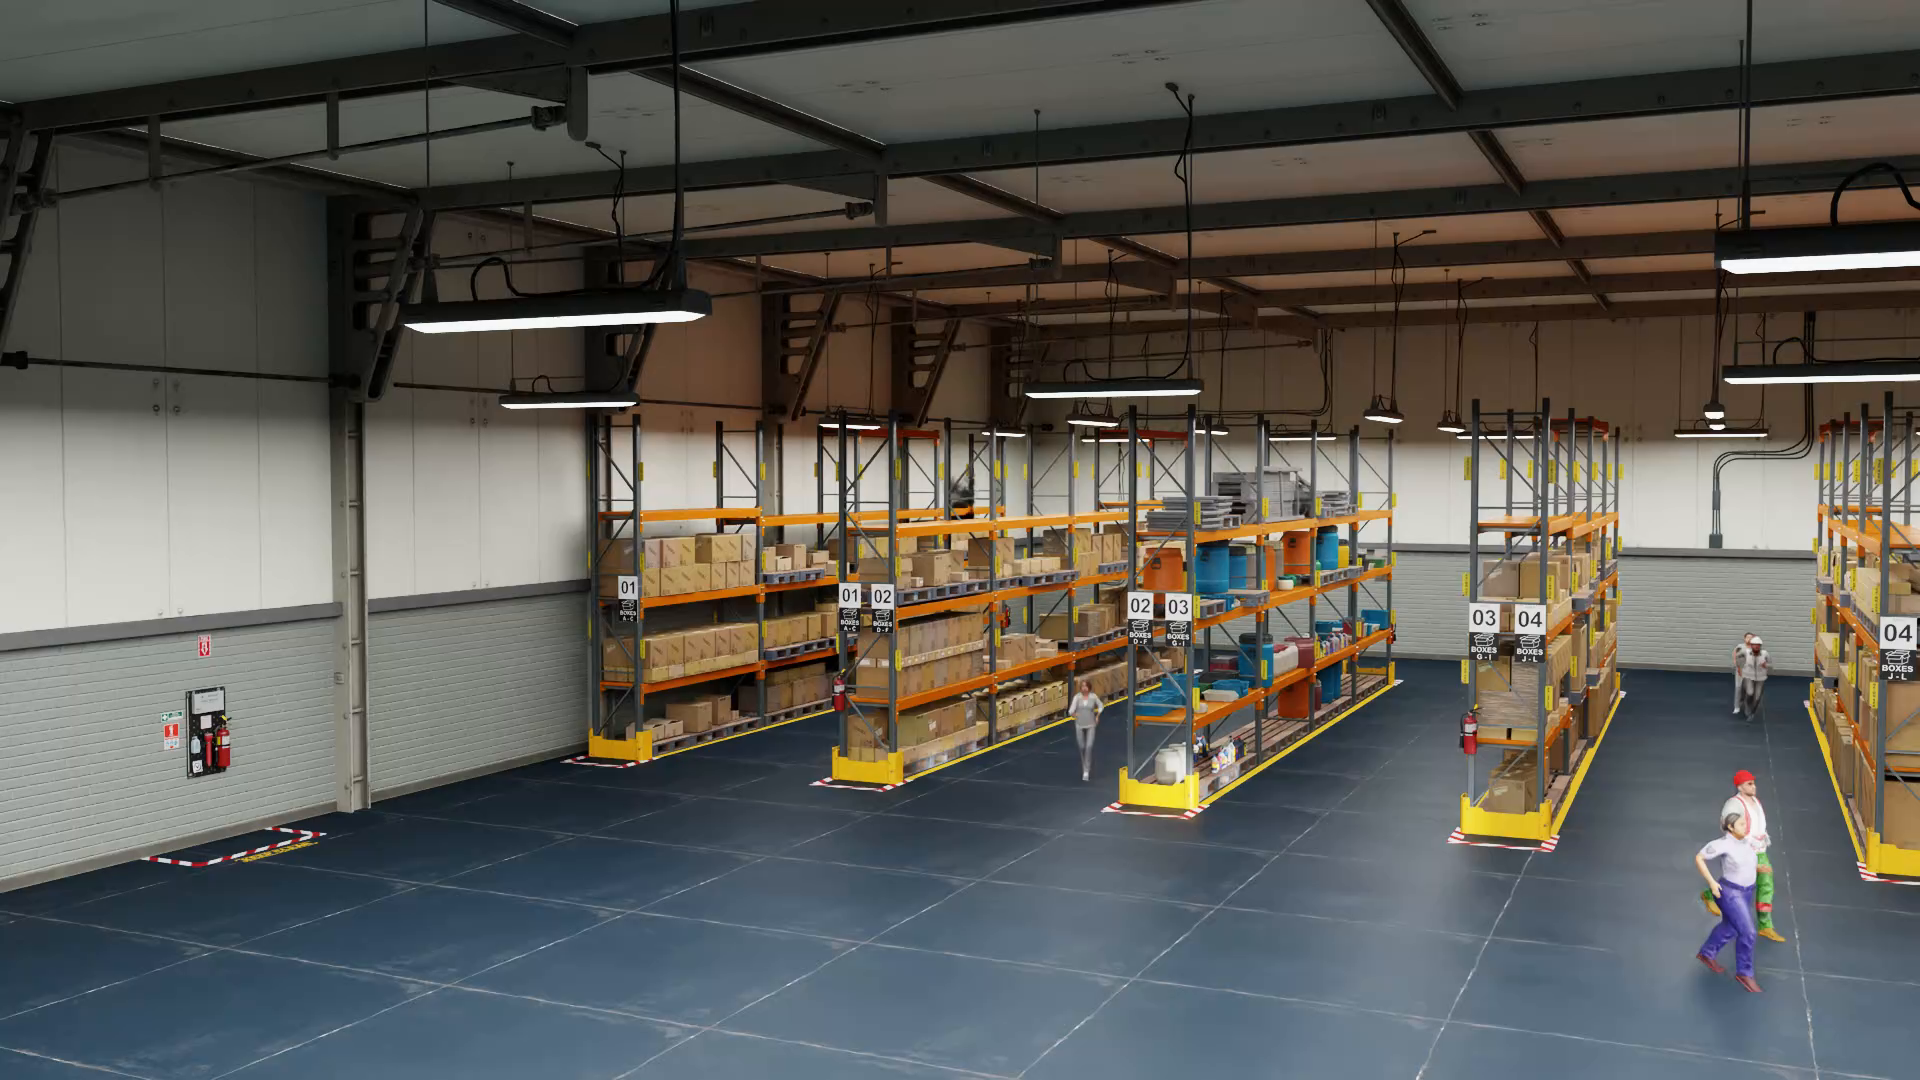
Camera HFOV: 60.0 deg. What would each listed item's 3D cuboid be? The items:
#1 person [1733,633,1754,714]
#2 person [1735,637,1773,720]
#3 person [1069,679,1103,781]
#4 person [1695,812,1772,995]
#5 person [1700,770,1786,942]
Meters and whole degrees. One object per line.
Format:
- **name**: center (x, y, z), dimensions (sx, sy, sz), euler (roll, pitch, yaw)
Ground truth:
- **person**: center (16.420, 2.753, 34.683), dimensions (0.577, 1.663, 0.915), euler (1, 3, 28)
- **person**: center (15.862, 2.773, 33.227), dimensions (0.643, 1.698, 0.838), euler (1, 2, 16)
- **person**: center (2.051, 3.069, 27.160), dimensions (0.540, 1.597, 0.879), euler (0, 2, 11)
- **person**: center (7.540, 3.516, 16.248), dimensions (0.581, 1.697, 0.771), euler (-2, 3, -38)
- **person**: center (8.510, 3.378, 18.012), dimensions (0.667, 1.776, 0.962), euler (-1, 3, -28)
